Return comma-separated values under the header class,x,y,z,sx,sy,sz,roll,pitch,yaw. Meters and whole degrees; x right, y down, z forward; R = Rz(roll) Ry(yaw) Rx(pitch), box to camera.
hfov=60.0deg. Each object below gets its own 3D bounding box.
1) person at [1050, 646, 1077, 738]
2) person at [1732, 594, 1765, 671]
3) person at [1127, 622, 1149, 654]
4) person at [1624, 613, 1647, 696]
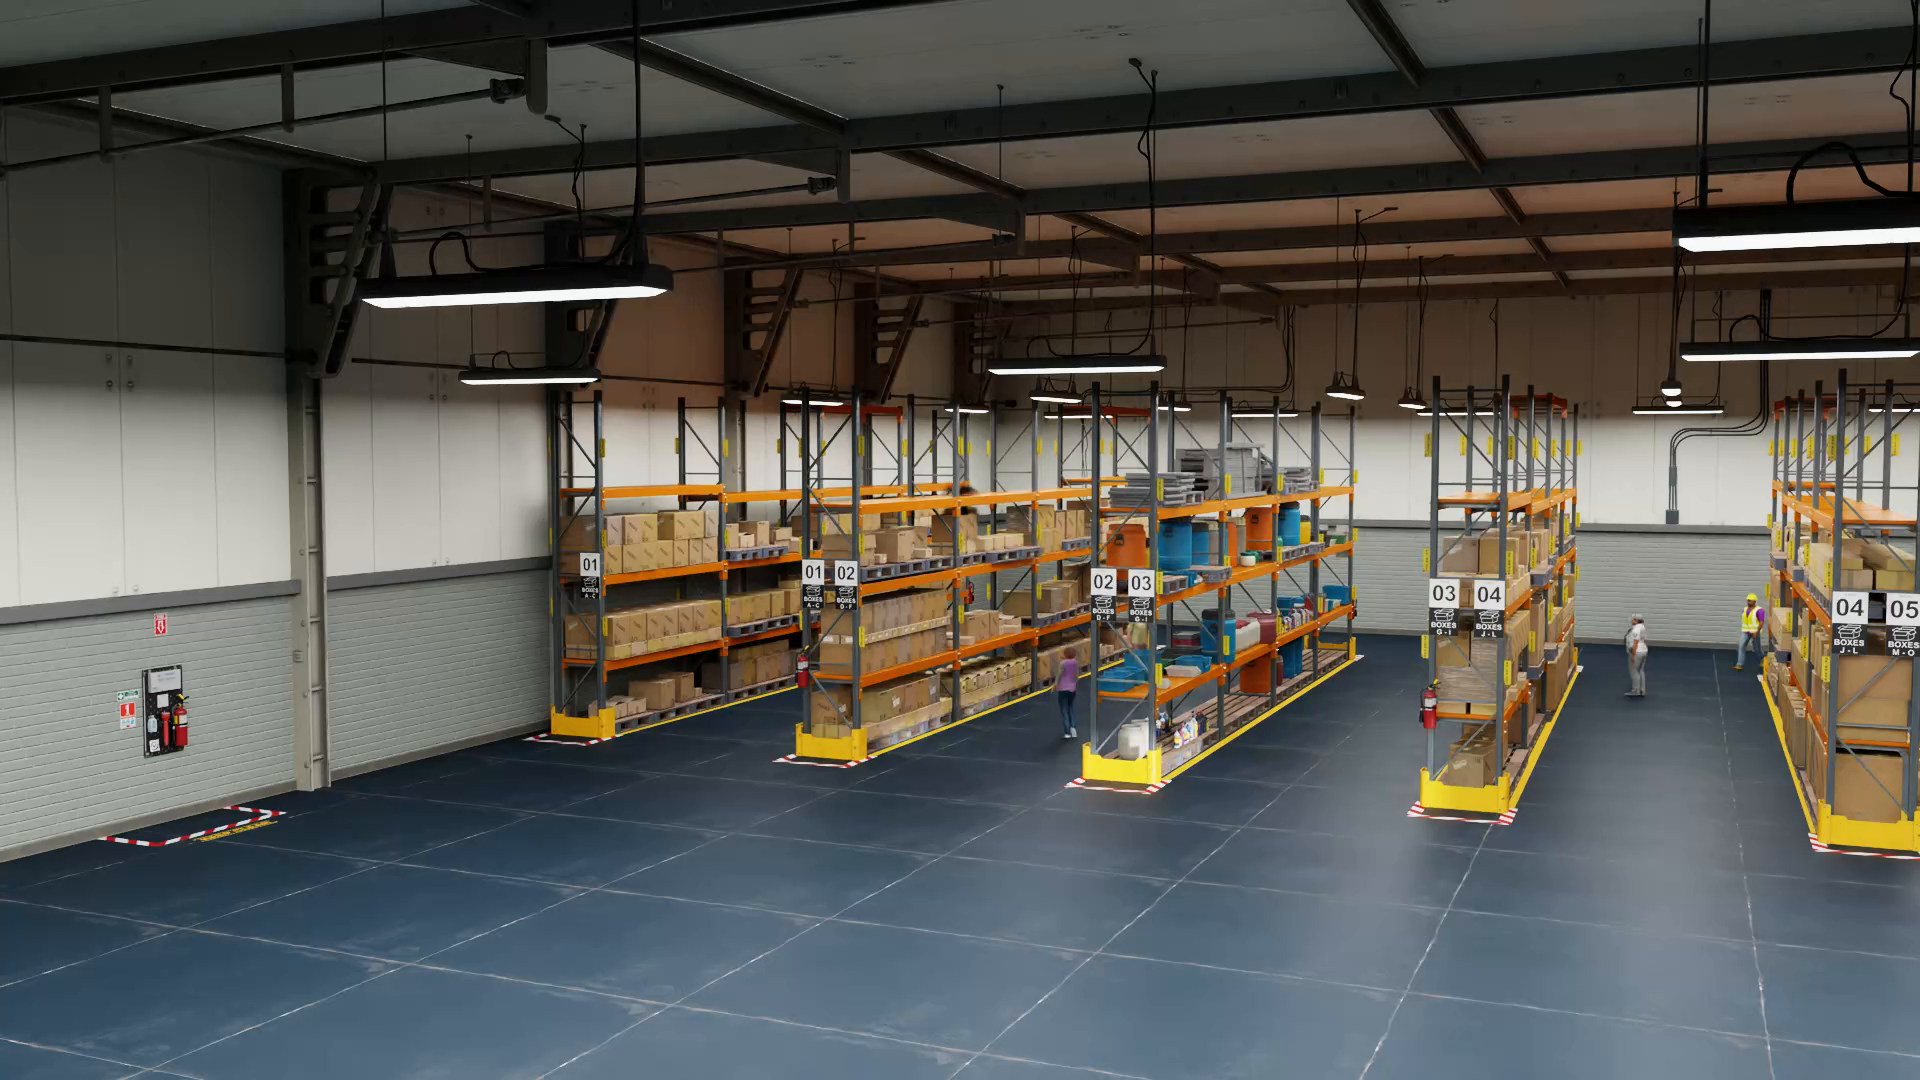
class,x,y,z,sx,sy,sz,roll,pitch,yaw
person,1.808,2.626,28.654,0.470,1.608,0.437,-1,3,-20
person,17.803,2.083,37.407,1.048,1.726,0.576,-3,4,-39
person,3.776,2.226,35.390,0.508,1.699,0.398,-3,4,-43
person,13.660,2.312,33.589,0.387,1.664,0.557,3,4,39
